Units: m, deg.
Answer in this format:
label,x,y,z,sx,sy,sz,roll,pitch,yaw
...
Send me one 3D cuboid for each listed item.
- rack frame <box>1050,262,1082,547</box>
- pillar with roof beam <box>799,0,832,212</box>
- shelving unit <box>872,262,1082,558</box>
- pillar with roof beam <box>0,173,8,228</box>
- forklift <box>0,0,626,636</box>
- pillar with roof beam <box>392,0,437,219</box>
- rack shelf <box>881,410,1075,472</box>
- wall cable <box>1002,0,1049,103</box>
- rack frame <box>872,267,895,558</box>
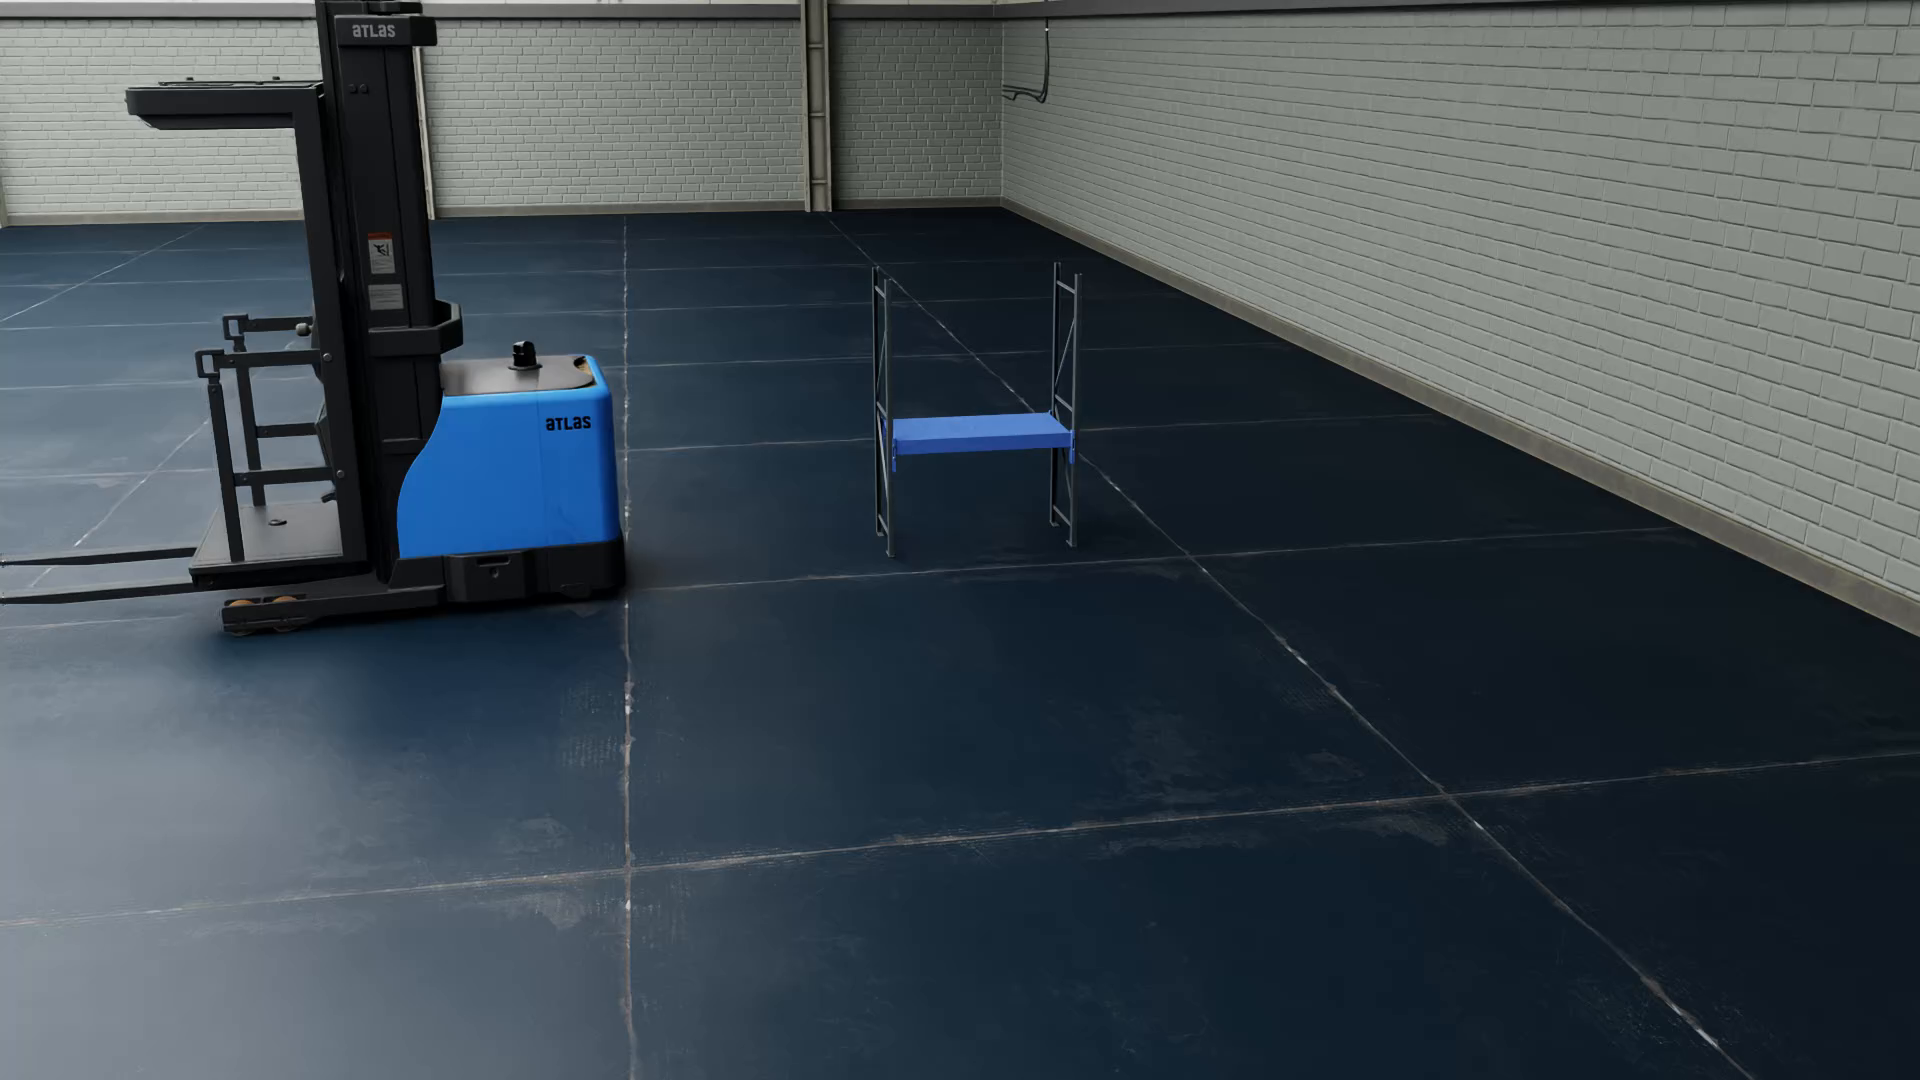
label,x,y,z,sx,sy,sz,roll,pitch,yaw
rack frame,0.583,-0.750,9.199,0.032,1.500,0.500,-3,17,-10
pillar with roof beam,-1.413,-8.252,20.853,0.400,9.000,9.100,-3,17,-10
shelving unit,0.084,-0.722,9.107,1.048,1.500,0.538,-3,17,-10
pillar with roof beam,-13.196,-7.584,18.677,0.400,9.000,9.100,-3,17,-10
forklift,-3.261,-1.122,7.972,3.031,2.935,1.130,-5,18,-16
pillar with roof beam,-7.304,-7.918,19.765,0.400,9.000,9.100,-3,17,-10
rack shelf,0.084,-0.550,9.160,1.000,0.185,0.538,-3,17,-10
wall cable,0.913,-7.792,24.642,0.112,2.526,3.097,-3,17,-10
rack frame,-0.415,-0.693,9.015,0.032,1.500,0.500,-3,17,-10
